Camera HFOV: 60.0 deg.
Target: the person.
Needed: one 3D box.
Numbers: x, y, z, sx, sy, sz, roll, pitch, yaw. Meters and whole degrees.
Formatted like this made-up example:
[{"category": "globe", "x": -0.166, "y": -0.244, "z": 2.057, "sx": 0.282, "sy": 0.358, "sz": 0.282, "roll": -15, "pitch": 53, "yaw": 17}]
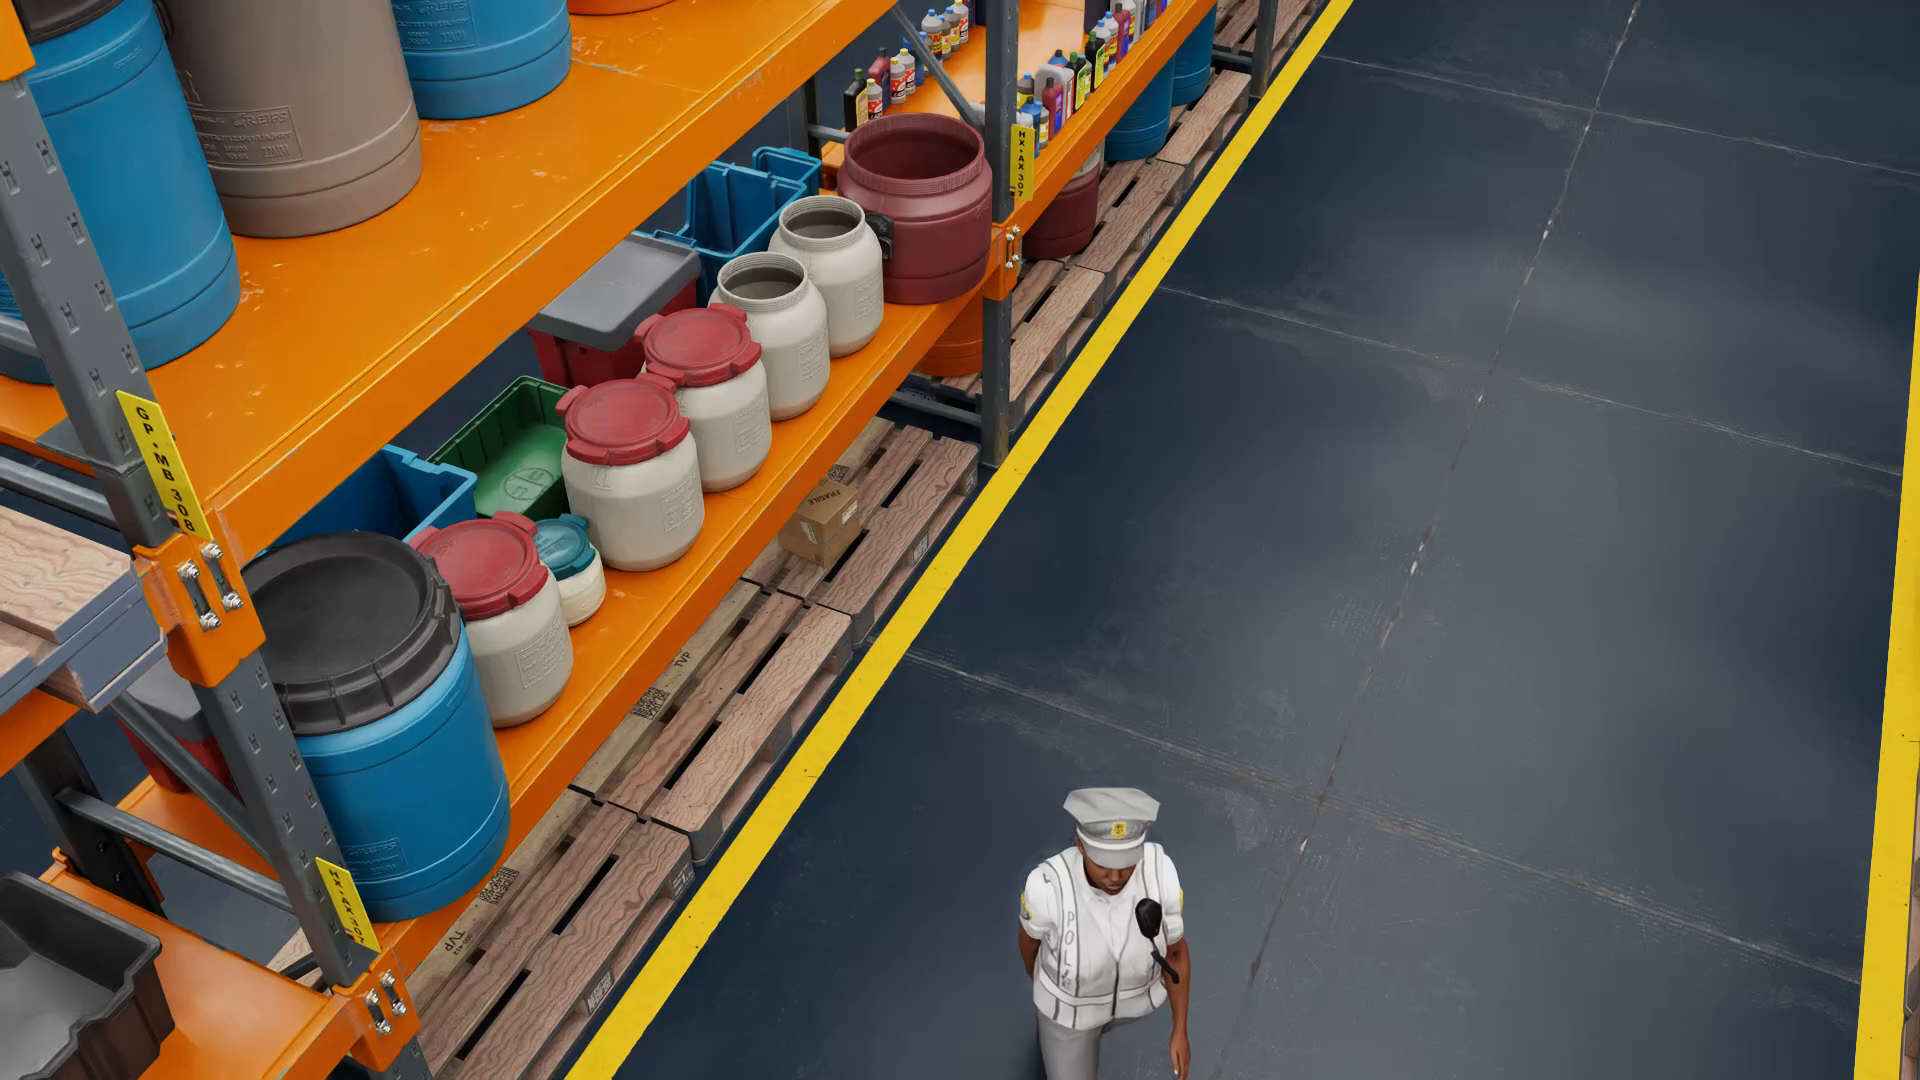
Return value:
[{"category": "person", "x": 0.416, "y": 1.306, "z": 4.681, "sx": 0.442, "sy": 1.634, "sz": 0.980, "roll": -10, "pitch": 43, "yaw": -11}]
